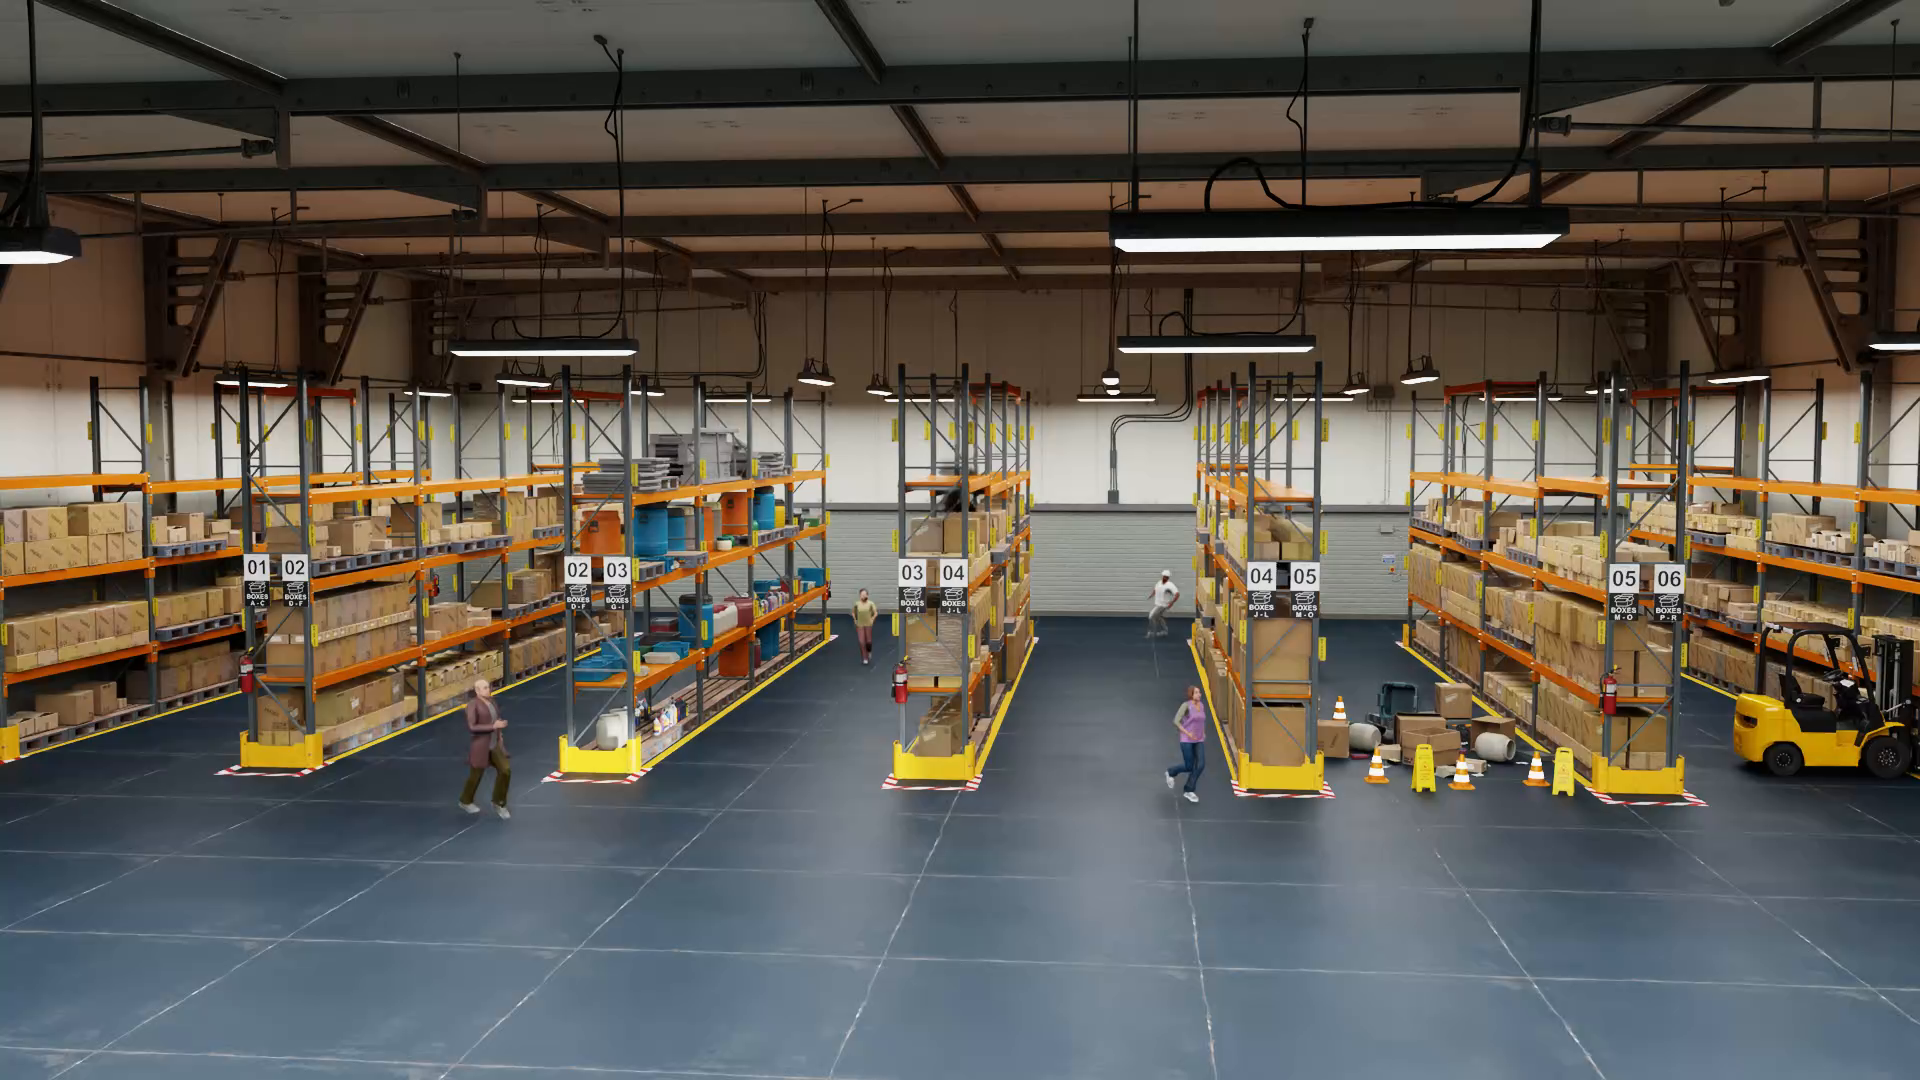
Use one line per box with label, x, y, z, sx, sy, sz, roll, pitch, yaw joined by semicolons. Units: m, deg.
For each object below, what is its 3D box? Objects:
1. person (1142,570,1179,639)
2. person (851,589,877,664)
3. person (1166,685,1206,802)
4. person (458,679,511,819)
person;4.860;1.574;40.528;0.798;1.717;0.808;-1;4;-9
person;-2.079;1.870;36.121;0.565;1.624;0.548;0;4;1
person;3.150;2.768;22.869;0.561;1.567;0.616;-2;4;-34
person;-6.185;2.824;21.638;0.839;1.647;0.669;2;4;30
